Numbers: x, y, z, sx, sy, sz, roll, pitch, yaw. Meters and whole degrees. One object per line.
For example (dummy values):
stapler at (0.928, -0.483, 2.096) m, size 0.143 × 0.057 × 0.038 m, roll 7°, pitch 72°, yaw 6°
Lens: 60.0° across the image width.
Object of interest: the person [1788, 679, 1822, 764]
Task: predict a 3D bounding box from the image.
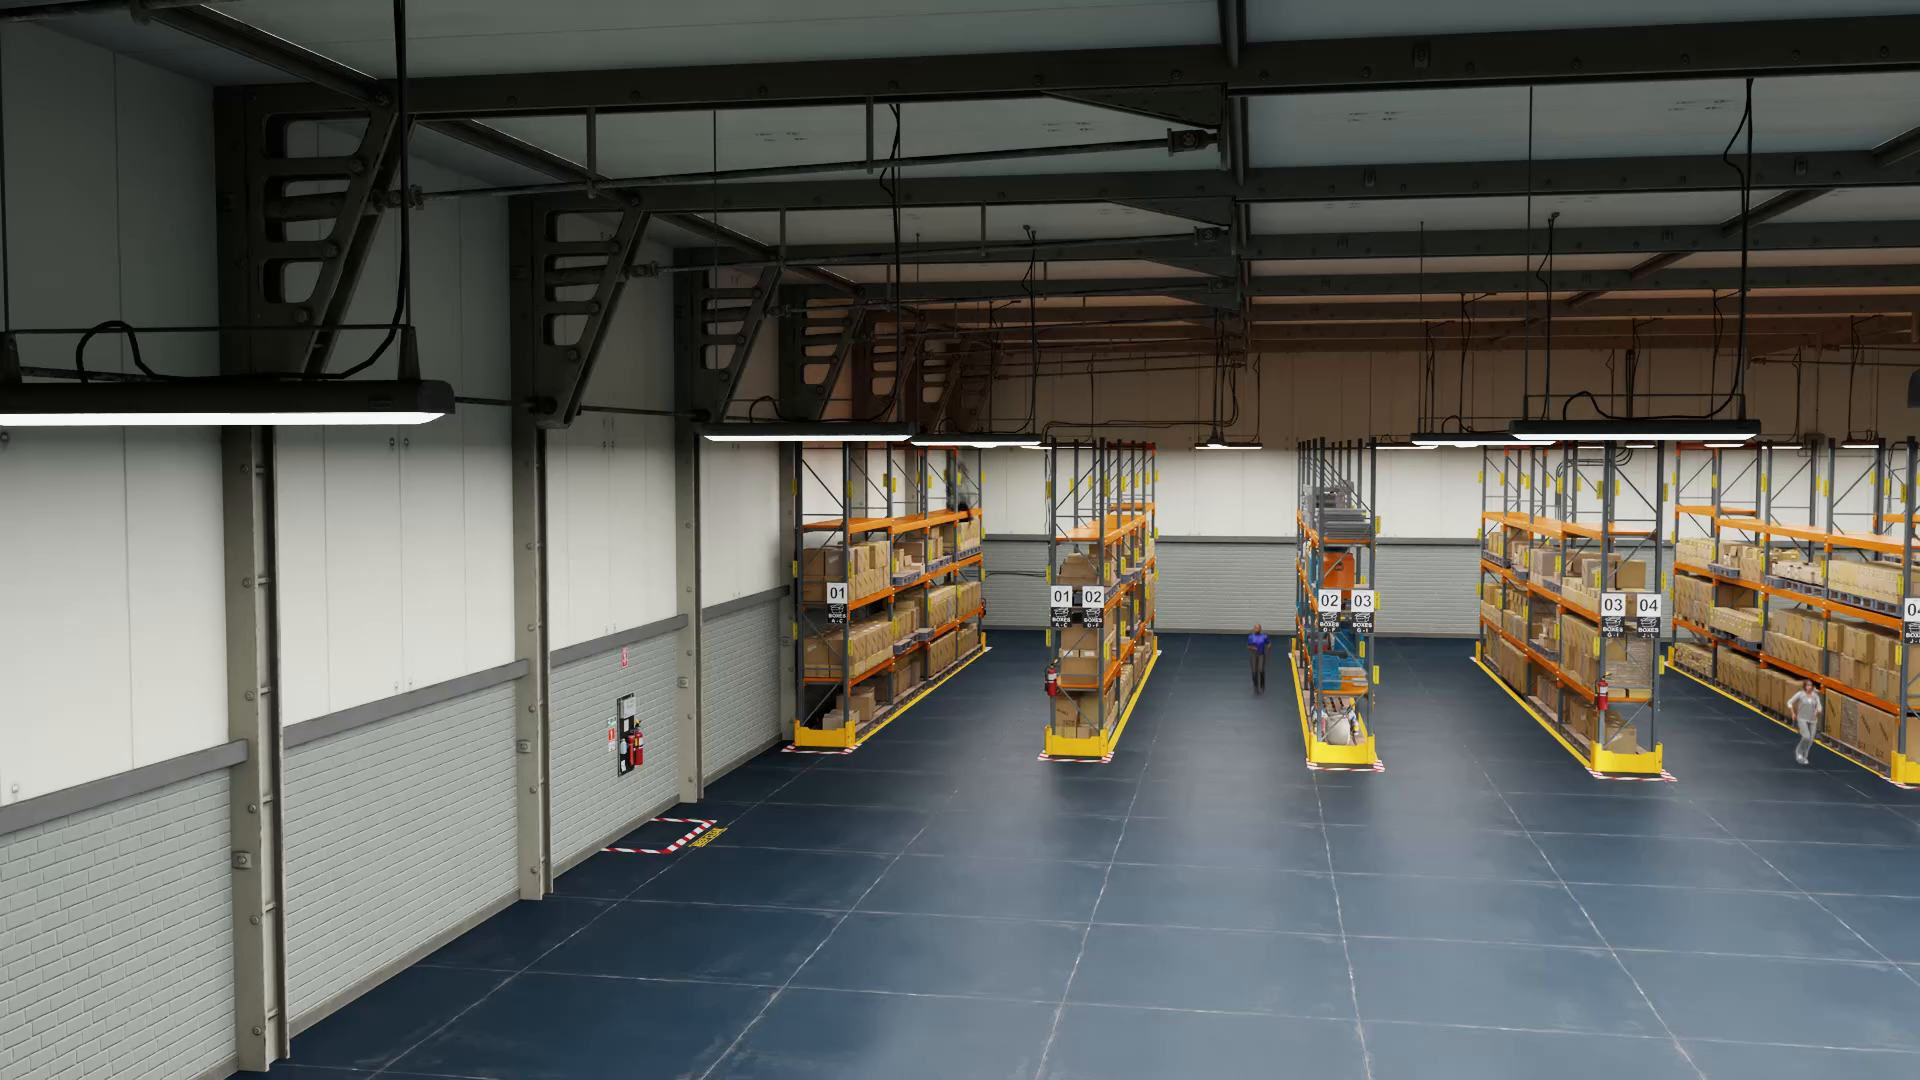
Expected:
person at (15.424, 3.318, 30.289) m, size 0.513 × 1.565 × 0.621 m, roll 0°, pitch 3°, yaw 5°

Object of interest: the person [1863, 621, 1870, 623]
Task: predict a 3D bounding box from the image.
person at (24.826, 2.466, 45.076) m, size 0.694 × 1.716 × 0.698 m, roll 2°, pitch 4°, yaw 37°

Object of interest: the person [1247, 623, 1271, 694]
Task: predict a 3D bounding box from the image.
person at (7.078, 2.813, 39.450) m, size 0.544 × 1.664 × 0.688 m, roll 1°, pitch 3°, yaw 14°

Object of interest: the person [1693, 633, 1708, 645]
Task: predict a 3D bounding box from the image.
person at (20.547, 2.471, 45.730) m, size 0.717 × 1.707 × 0.536 m, roll 0°, pitch 3°, yaw 7°
